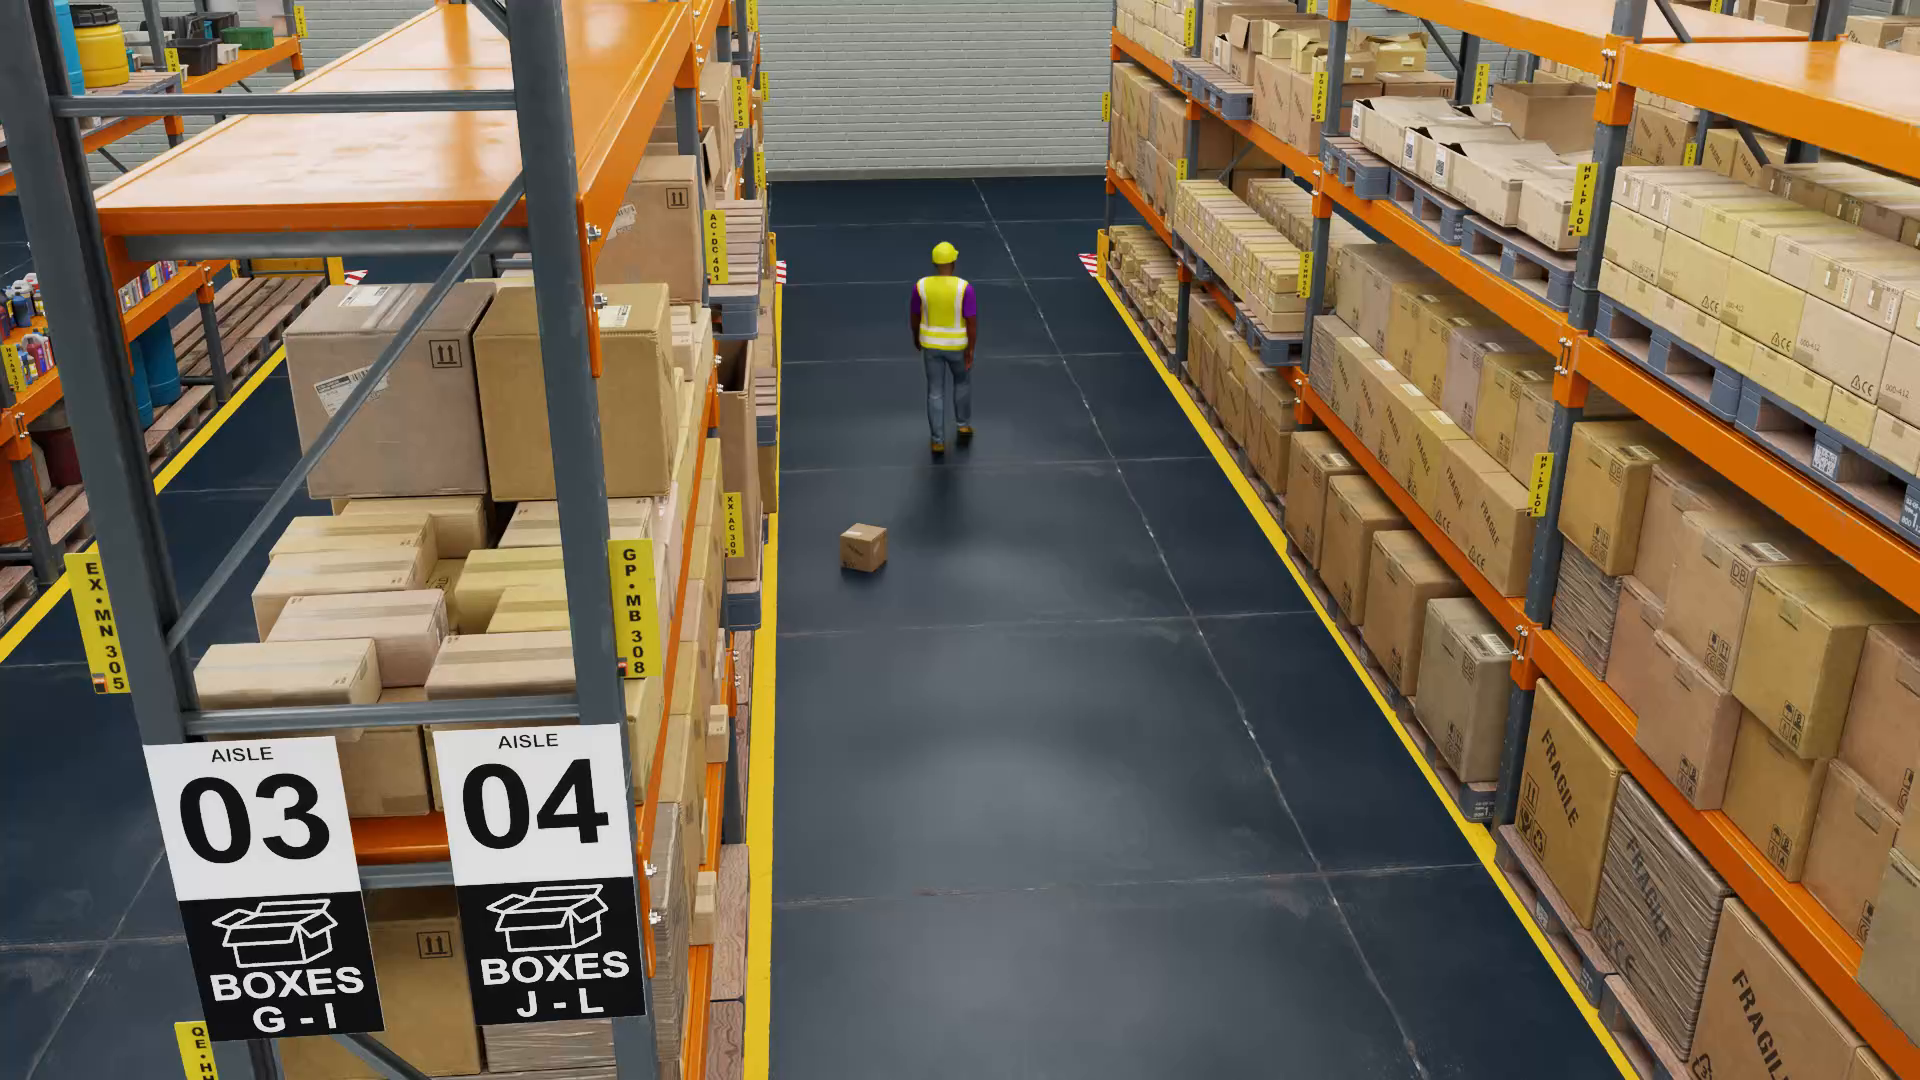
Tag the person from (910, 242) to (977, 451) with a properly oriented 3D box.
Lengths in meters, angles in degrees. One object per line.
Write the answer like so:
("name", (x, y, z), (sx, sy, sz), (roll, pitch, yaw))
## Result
("person", (-0.123, -1.652, 14.094), (0.588, 1.803, 0.765), (3, 24, 7))
